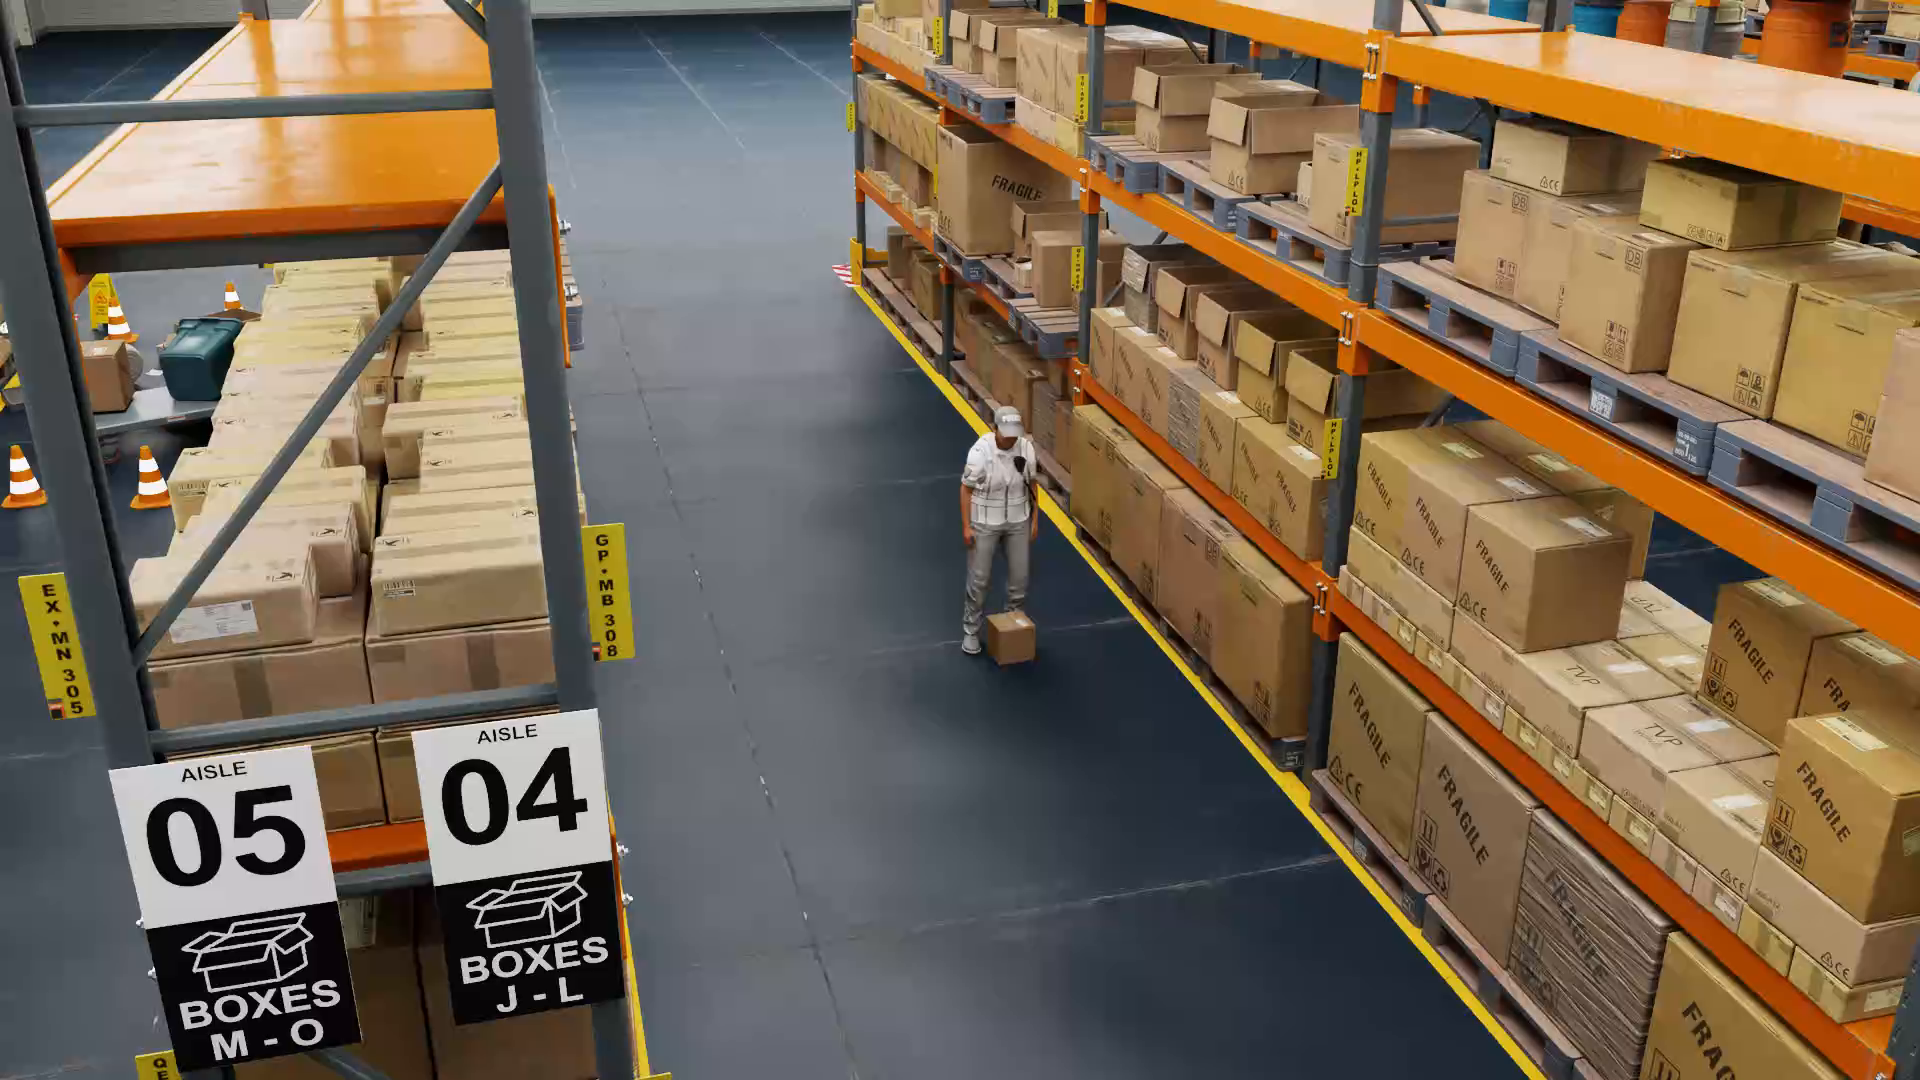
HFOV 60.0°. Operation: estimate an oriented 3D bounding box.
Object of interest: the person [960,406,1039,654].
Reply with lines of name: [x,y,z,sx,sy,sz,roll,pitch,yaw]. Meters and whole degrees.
person: [0.257,-0.090,10.799,0.545,1.666,0.471,-6,24,-15]
